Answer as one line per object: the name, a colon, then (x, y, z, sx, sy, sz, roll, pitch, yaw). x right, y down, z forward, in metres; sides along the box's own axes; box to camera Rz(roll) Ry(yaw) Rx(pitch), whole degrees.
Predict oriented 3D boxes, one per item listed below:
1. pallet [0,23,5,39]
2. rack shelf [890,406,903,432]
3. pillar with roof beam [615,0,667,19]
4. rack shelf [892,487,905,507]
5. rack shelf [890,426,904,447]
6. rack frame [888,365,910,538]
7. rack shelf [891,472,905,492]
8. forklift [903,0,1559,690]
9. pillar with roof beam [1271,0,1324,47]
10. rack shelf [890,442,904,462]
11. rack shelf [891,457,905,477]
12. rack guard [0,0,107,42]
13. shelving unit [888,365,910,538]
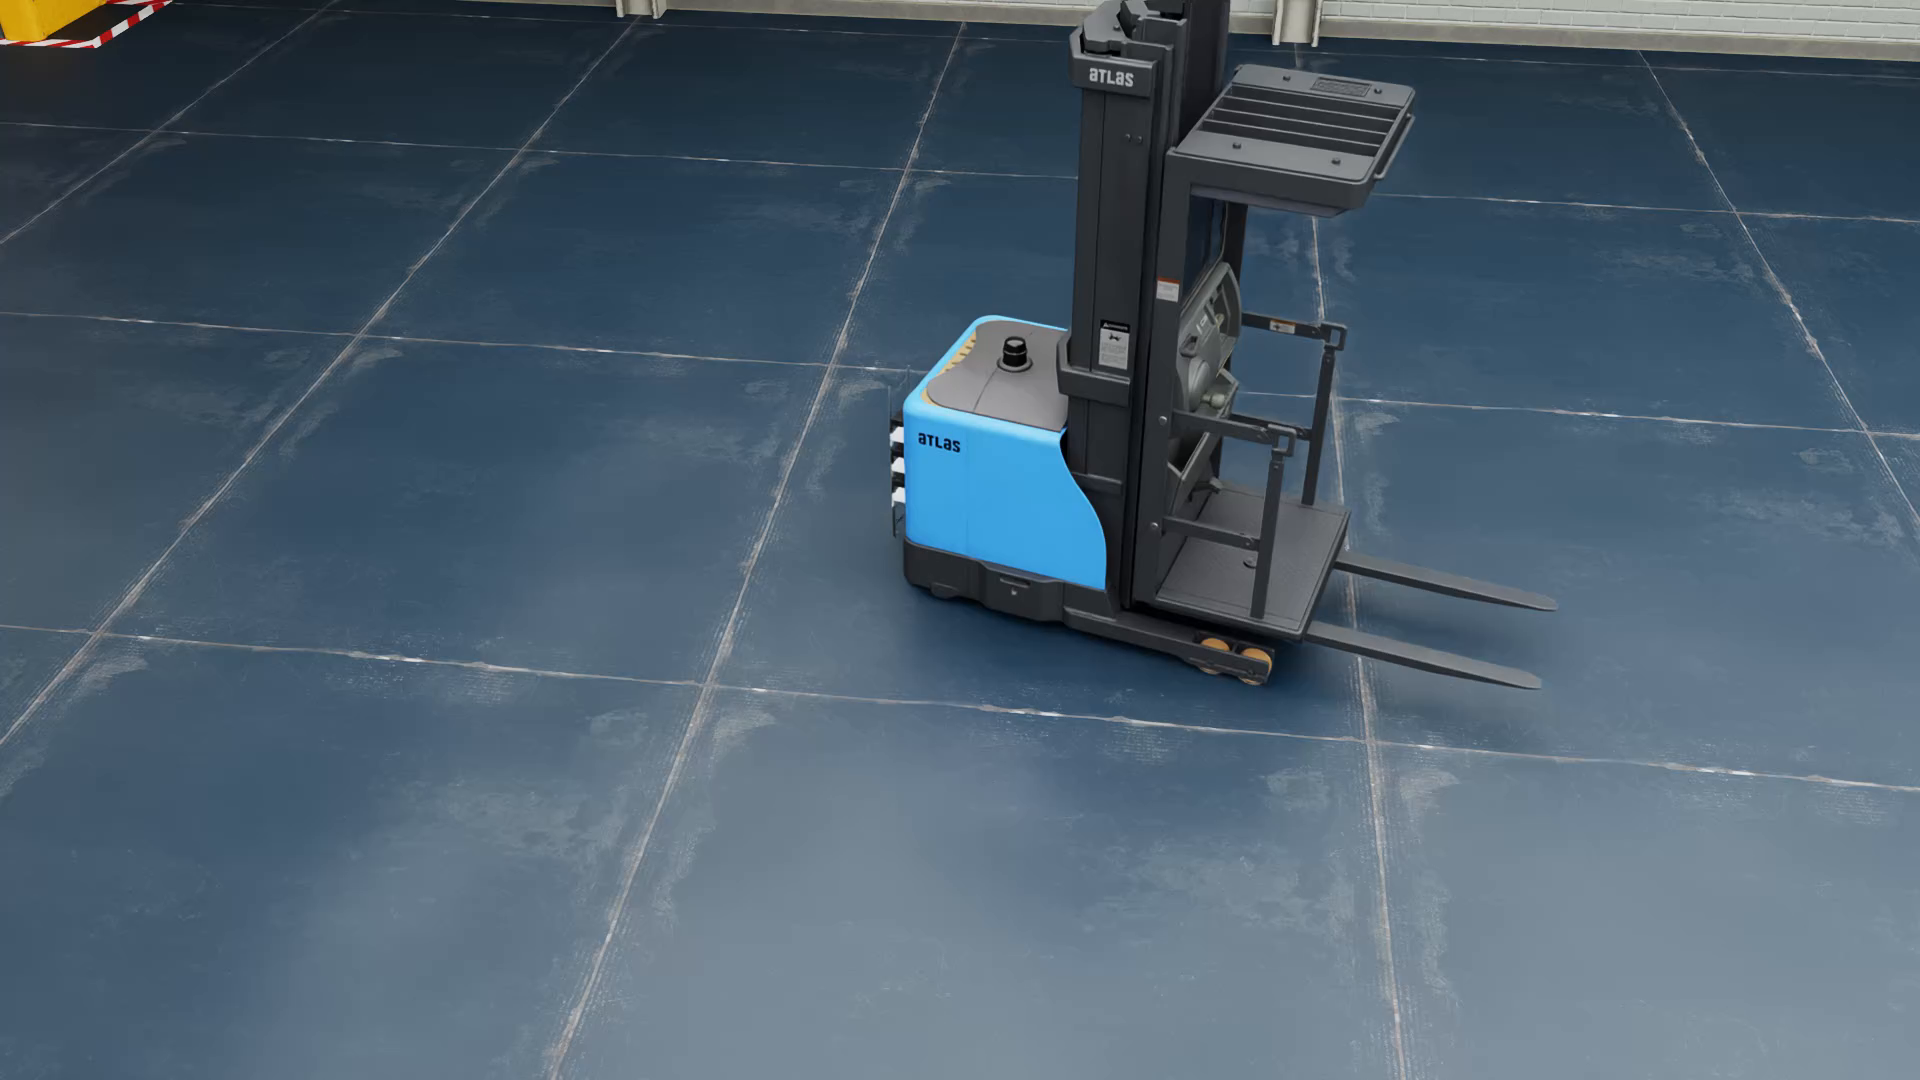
pallet: (-9.098, -4.910, 15.305, 1.213, 0.211, 1.003, 4, 36, 6)
rack shelf: (-0.206, -0.612, 8.283, 0.200, 0.077, 0.258, 14, 38, 18)
pillar with roof beam: (-3.508, -6.101, 9.409, 0.400, 9.000, 9.100, 4, 36, 6)
rack shelf: (-0.206, -0.246, 8.544, 0.200, 0.077, 0.258, 14, 38, 18)
rack shelf: (-0.206, -0.539, 8.335, 0.200, 0.077, 0.258, 14, 38, 18)
rack frame: (-0.300, -0.443, 8.453, 0.006, 0.900, 0.240, 14, 38, 18)
rack shelf: (-0.206, -0.319, 8.492, 0.200, 0.077, 0.258, 14, 38, 18)
forklift: (1.288, -0.878, 7.314, 3.031, 2.935, 1.130, 14, 38, 18)
pillar with roof beam: (2.444, -5.657, 8.787, 0.400, 9.000, 9.100, 4, 36, 6)
rack shelf: (-0.206, -0.466, 8.388, 0.200, 0.077, 0.258, 14, 38, 18)
rack shelf: (-0.206, -0.393, 8.440, 0.200, 0.077, 0.258, 14, 38, 18)
rack guard: (-8.311, -4.993, 15.173, 0.348, 0.500, 1.175, 4, 36, 6)
shelving unit: (-0.206, -0.420, 8.421, 0.210, 0.900, 0.258, 14, 38, 18)
